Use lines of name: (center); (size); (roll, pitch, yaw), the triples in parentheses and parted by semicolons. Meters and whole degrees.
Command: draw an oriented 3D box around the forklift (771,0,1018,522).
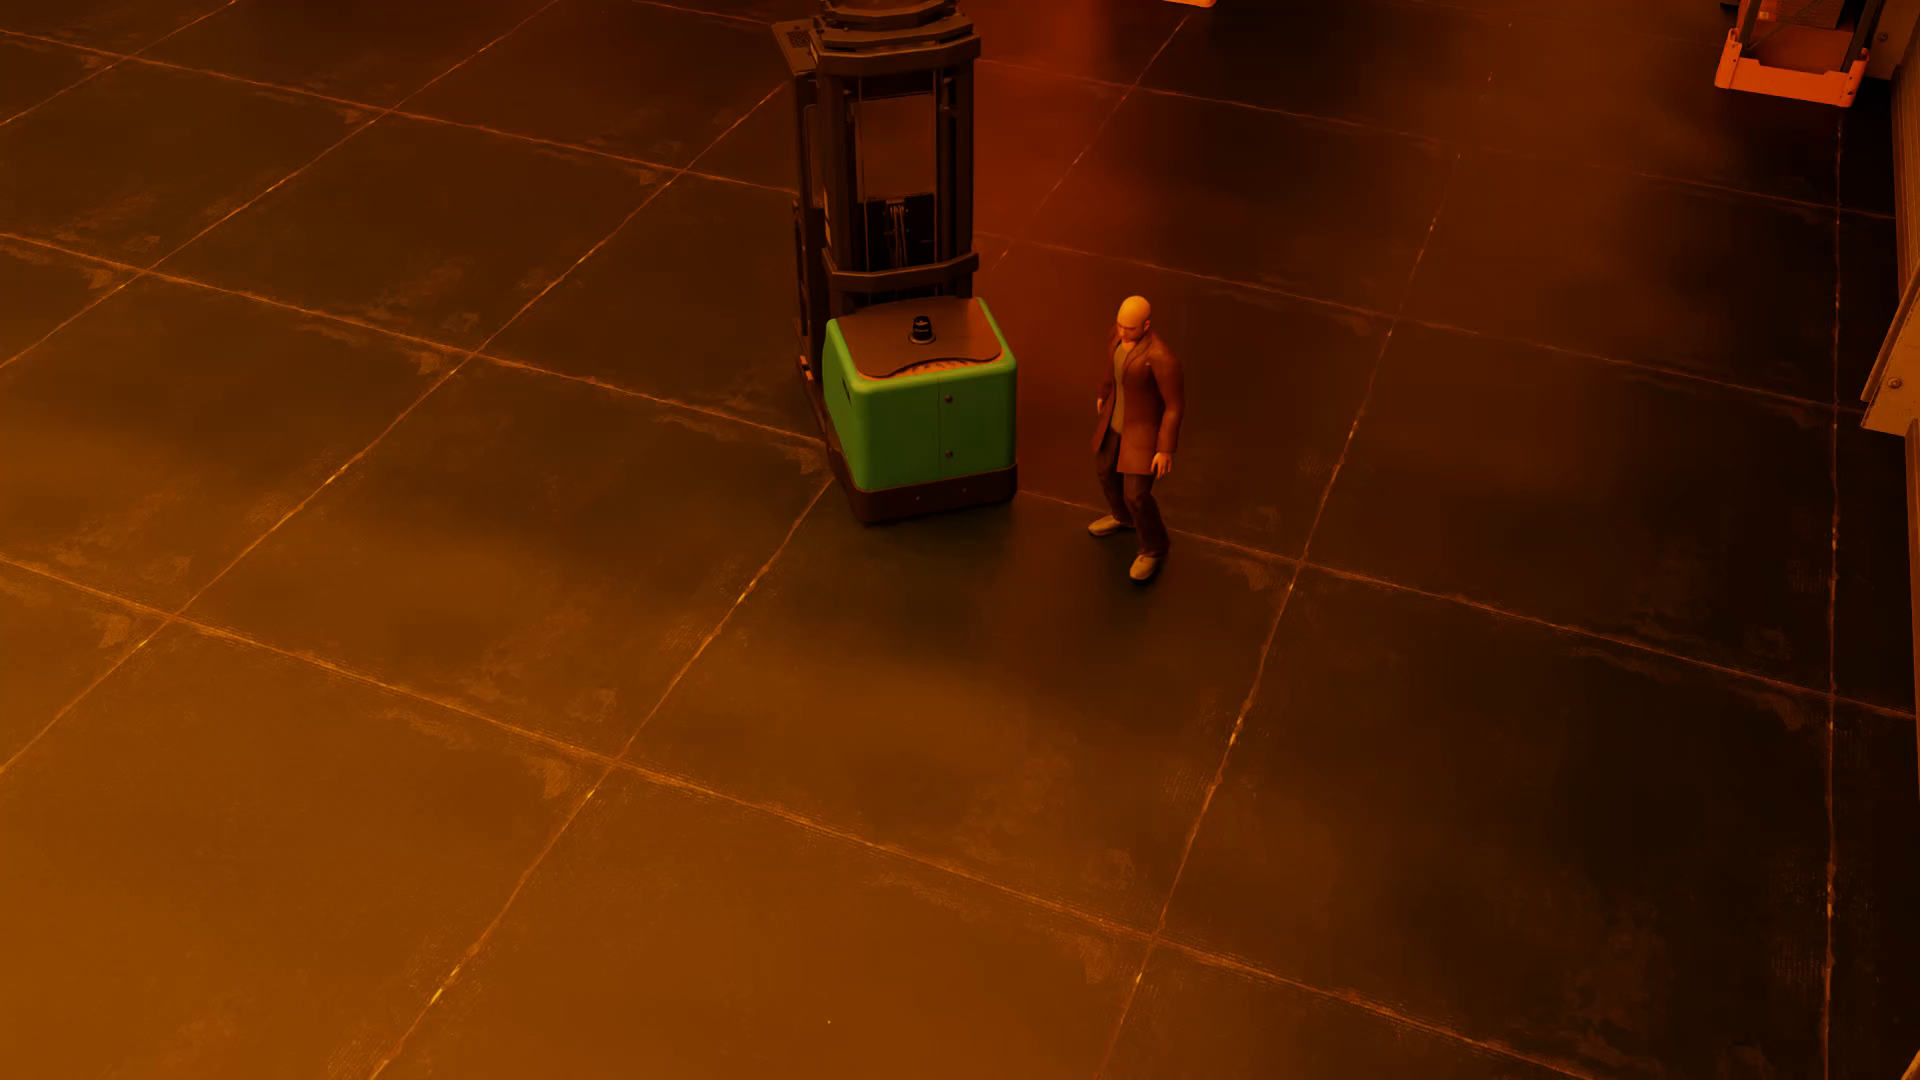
forklift: (-0.521, -2.189, 10.621); (1.130, 2.935, 3.031); (-10, 41, -12)

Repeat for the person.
person: (1.003, -0.669, 9.726); (0.428, 1.752, 0.832); (-22, 45, -24)
